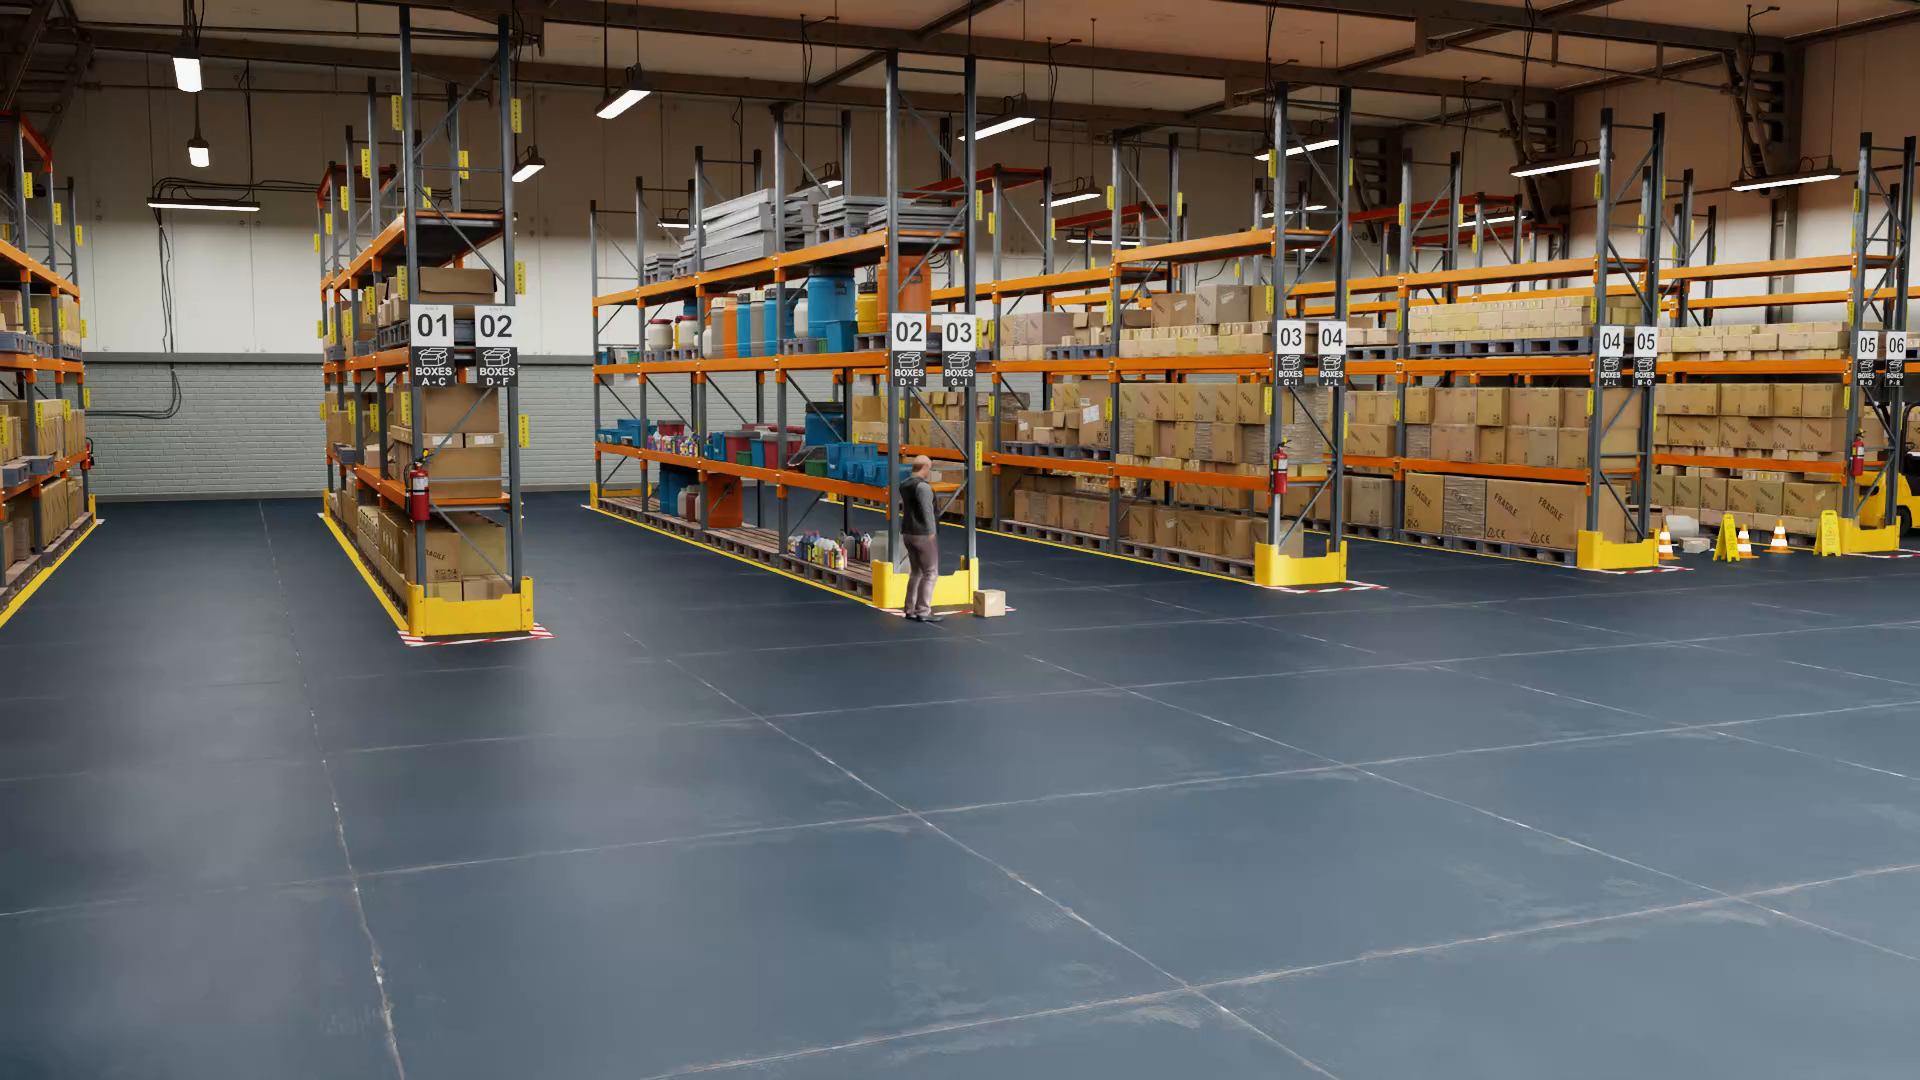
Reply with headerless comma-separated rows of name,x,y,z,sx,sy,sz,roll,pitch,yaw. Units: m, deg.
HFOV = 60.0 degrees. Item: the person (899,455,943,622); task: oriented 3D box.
person,-0.416,-0.023,17.221,0.352,1.711,0.536,-3,6,-29
